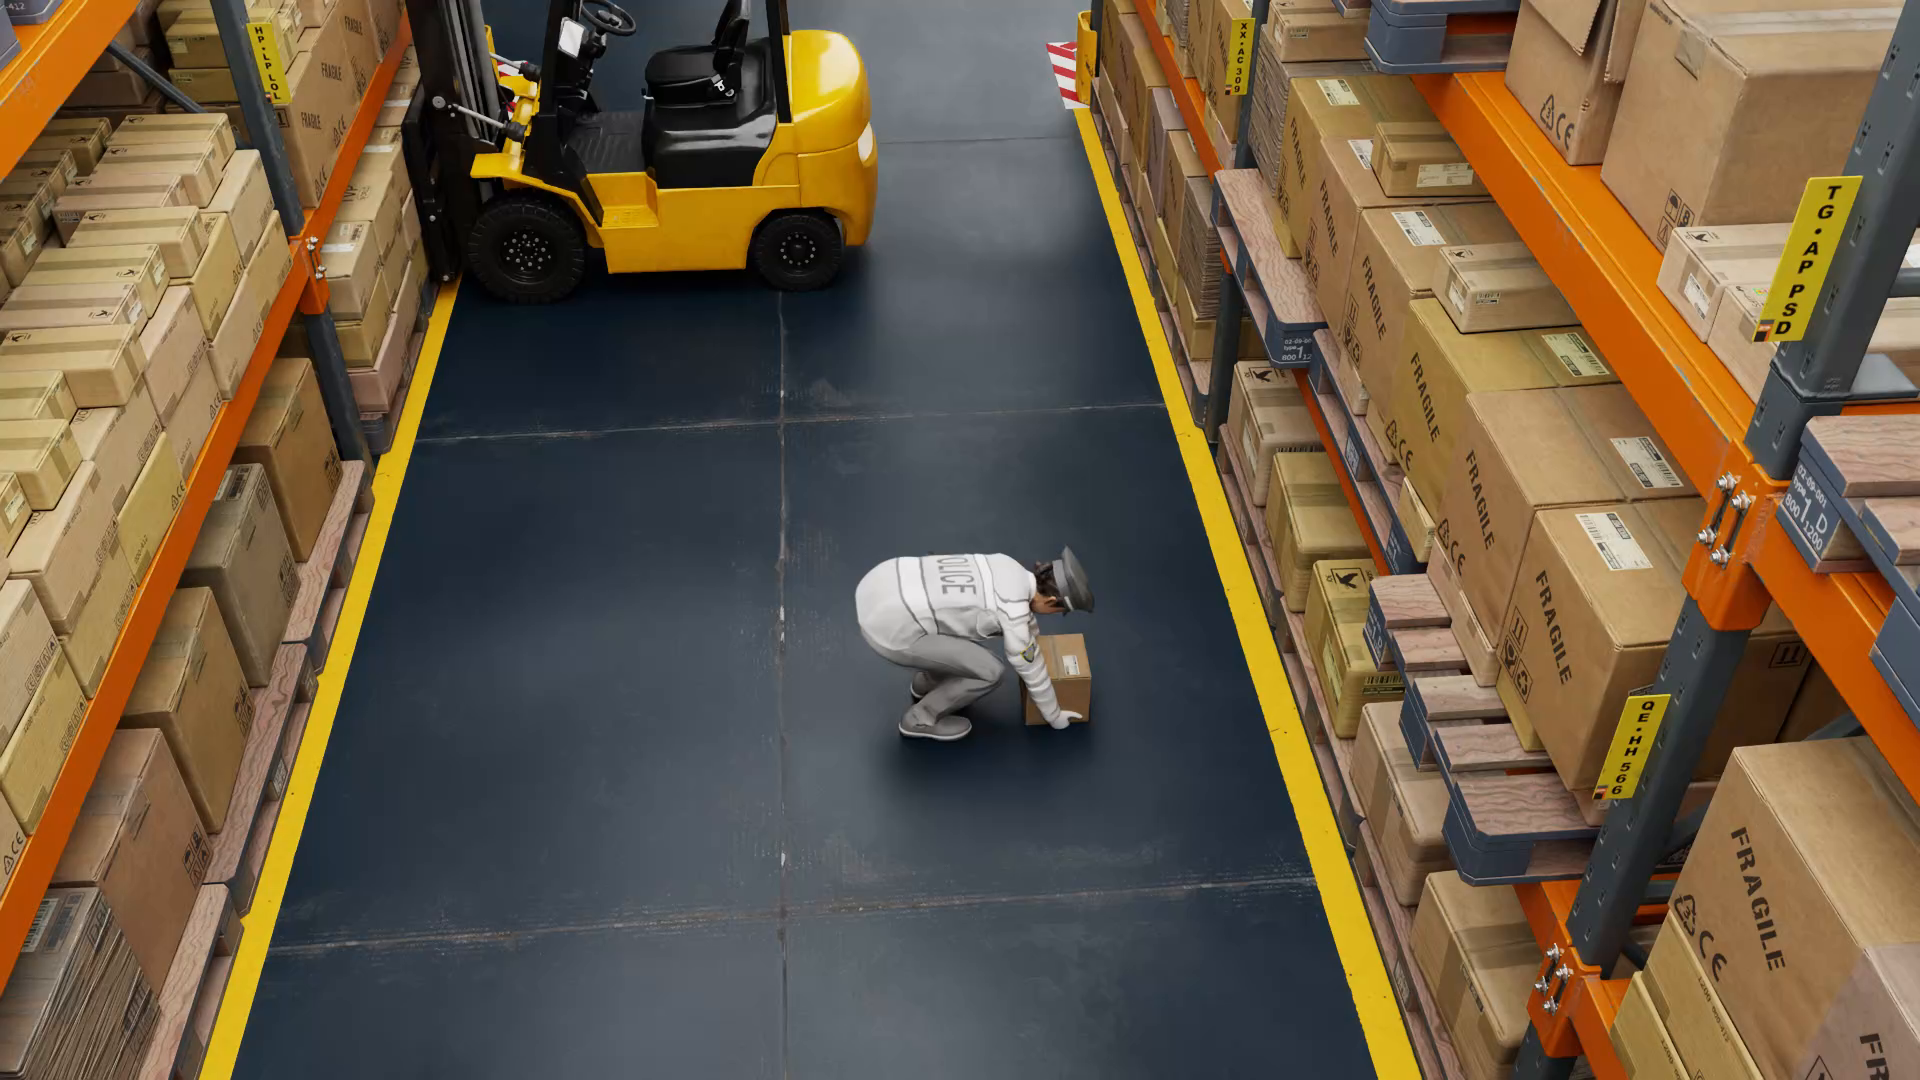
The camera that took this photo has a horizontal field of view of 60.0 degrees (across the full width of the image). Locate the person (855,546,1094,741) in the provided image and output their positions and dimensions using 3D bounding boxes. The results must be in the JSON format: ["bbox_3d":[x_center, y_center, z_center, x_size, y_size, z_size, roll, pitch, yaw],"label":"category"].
[{"bbox_3d":[0.064,0.390,6.419,0.913,0.756,0.444,-4,40,-5],"label":"person"}]
